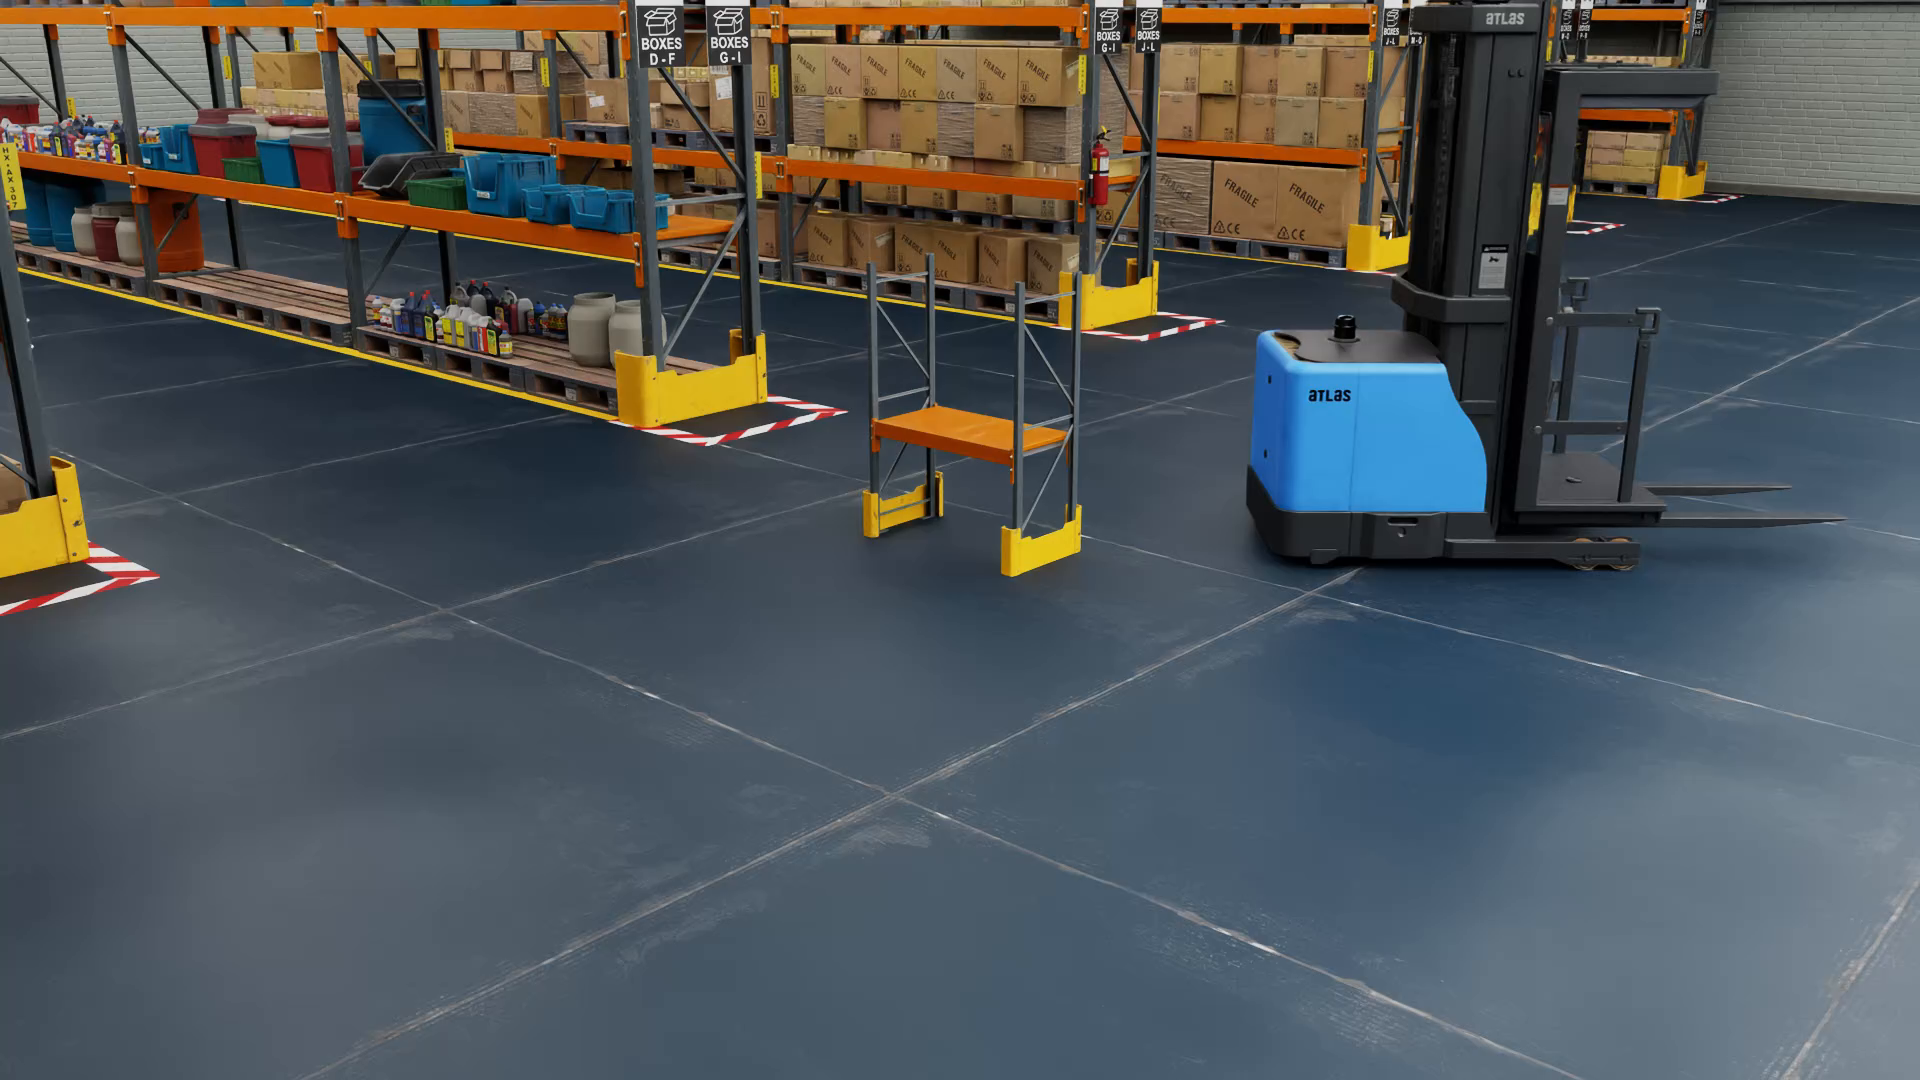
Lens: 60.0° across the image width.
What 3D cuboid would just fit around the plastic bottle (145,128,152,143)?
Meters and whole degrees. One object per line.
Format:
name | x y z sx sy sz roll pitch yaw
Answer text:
plastic bottle | -8.687 -4.284 17.864 0.097 0.271 0.097 0 18 0

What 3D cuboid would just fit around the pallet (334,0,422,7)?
pallet | -4.222 -4.384 13.320 1.003 0.211 1.213 15 23 39

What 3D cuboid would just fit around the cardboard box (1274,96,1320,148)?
cardboard box | 4.087 -4.827 19.116 0.550 0.550 0.875 15 23 39

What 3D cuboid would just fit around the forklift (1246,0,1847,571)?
forklift | 3.147 -1.399 8.676 3.031 2.935 1.130 0 18 0

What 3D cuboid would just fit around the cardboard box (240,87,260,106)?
cardboard box | -10.334 -6.610 24.736 0.500 0.250 0.500 14 23 38

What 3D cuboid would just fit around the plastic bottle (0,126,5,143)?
plastic bottle | -10.719 -4.521 18.590 0.133 0.283 0.061 15 23 39

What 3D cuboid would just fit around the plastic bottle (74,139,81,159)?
plastic bottle | -9.160 -4.070 17.307 0.097 0.201 0.097 0 18 0

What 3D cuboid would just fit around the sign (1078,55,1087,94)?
sign | 1.070 -4.065 14.526 0.005 0.325 0.100 15 23 39

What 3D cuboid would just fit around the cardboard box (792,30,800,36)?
cardboard box | -2.894 -9.375 30.802 0.250 0.149 0.380 15 23 40

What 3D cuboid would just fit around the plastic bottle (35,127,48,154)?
plastic bottle | -9.851 -4.302 17.915 0.135 0.276 0.152 15 23 39

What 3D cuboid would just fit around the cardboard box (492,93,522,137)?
cardboard box | -5.433 -5.283 20.633 0.500 0.500 0.500 15 23 39

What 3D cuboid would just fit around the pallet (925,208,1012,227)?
pallet | 0.285 -4.443 22.763 1.213 0.211 1.003 15 23 39

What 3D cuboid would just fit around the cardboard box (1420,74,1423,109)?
cardboard box | 6.699 -6.165 22.923 0.500 0.500 0.500 15 23 39

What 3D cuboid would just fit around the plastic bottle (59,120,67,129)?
plastic bottle | -10.301 -4.708 19.193 0.135 0.276 0.152 15 23 39

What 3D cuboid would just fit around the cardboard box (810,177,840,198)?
cardboard box | -1.828 -5.274 24.210 0.500 0.500 0.500 15 23 39

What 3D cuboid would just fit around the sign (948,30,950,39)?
sign | -0.261 -10.887 36.020 0.005 0.325 0.100 15 23 39

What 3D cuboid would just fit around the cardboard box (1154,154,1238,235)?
cardboard box | 2.930 -4.255 20.377 0.875 0.875 0.875 15 23 40

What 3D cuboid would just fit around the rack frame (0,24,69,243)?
rack frame | -10.810 -4.773 19.193 0.127 3.000 1.000 15 23 39

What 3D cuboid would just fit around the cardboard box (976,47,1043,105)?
cardboard box | 0.500 -4.304 15.405 0.500 0.500 0.500 15 23 39

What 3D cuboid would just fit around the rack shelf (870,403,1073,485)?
rack shelf | 0.064 -0.526 8.885 1.000 0.185 0.538 15 23 39

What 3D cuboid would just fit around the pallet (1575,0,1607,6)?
pallet | 9.894 -8.631 26.535 1.213 0.211 1.003 15 23 39

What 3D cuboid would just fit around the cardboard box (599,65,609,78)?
cardboard box | -5.463 -7.423 26.885 0.500 0.500 0.500 15 23 39

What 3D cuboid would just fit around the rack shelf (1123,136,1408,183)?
rack shelf | 3.325 -4.645 19.978 4.000 0.370 1.077 15 23 39

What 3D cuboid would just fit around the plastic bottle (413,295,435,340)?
plastic bottle | -4.357 -1.820 13.540 0.185 0.351 0.144 14 22 37

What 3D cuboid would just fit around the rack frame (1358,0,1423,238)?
rack frame | 4.821 -4.586 18.604 0.127 3.000 1.000 15 23 39

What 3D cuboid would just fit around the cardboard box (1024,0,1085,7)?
cardboard box | 0.924 -4.882 14.825 0.500 0.250 0.500 16 23 40

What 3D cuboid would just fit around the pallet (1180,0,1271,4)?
pallet | 3.342 -6.365 19.397 1.213 0.211 1.003 15 23 39

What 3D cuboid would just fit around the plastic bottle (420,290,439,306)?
plastic bottle | -4.402 -1.891 13.762 0.185 0.351 0.144 15 23 39

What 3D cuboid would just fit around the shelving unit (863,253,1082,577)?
shelving unit | 0.057 -0.700 8.837 1.083 1.500 0.587 15 23 39

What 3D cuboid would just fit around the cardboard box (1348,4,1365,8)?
cardboard box | 5.688 -7.572 23.469 0.250 0.149 0.380 16 24 41

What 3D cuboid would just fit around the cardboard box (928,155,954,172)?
cardboard box | -0.089 -3.653 16.077 0.250 0.149 0.380 15 23 39

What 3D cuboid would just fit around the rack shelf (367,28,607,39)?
rack shelf | -6.026 -6.579 21.114 4.000 0.370 1.077 15 23 39

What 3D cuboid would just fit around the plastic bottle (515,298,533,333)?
plastic bottle | -3.649 -1.877 13.844 0.135 0.276 0.152 16 23 40

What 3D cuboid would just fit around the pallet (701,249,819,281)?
pallet | -2.122 -3.114 18.576 1.213 0.211 1.003 15 23 39

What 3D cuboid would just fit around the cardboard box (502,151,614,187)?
cardboard box | -5.033 -4.421 20.903 0.875 0.875 1.225 14 22 37

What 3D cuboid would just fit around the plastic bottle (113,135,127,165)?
plastic bottle | -8.404 -3.899 16.632 0.133 0.283 0.061 15 23 39

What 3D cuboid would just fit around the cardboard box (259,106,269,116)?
cardboard box | -10.083 -6.329 24.510 0.250 0.149 0.380 14 23 38

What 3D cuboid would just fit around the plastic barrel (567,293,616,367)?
plastic barrel | -2.753 -1.594 12.593 0.421 0.512 0.421 0 18 0

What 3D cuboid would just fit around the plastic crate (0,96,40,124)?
plastic crate | -11.311 -5.068 19.918 0.583 0.464 0.402 15 23 39

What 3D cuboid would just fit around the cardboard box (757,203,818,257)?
cardboard box | -1.984 -3.434 18.378 0.500 0.500 0.700 13 22 35

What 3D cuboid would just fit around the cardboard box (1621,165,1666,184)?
cardboard box | 10.762 -5.763 26.162 0.500 0.250 0.500 15 23 40

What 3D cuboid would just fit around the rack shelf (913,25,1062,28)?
rack shelf | 0.852 -10.748 34.250 4.000 0.370 1.077 15 23 39

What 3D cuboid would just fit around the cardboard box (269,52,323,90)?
cardboard box | -9.569 -6.764 23.983 0.500 0.500 0.500 14 23 38

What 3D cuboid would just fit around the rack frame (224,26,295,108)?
rack frame | -10.514 -6.697 25.255 0.127 3.000 1.000 15 23 39

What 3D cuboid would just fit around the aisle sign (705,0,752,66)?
aisle sign | -1.586 -3.655 11.371 0.004 0.787 0.394 15 23 39

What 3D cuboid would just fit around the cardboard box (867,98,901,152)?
cardboard box | -0.452 -4.187 16.688 0.500 0.500 0.875 15 23 39

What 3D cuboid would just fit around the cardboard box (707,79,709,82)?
cardboard box | -3.582 -6.879 25.059 0.250 0.149 0.380 14 22 37

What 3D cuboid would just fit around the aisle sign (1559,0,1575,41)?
aisle sign | 7.885 -6.887 21.558 0.004 0.787 0.394 15 23 39

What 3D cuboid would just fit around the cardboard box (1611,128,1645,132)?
cardboard box | 10.713 -6.455 26.691 0.500 0.250 0.500 15 23 39

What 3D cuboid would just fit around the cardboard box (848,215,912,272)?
cardboard box | -0.833 -3.094 17.339 0.500 0.500 0.500 -10 20 -28

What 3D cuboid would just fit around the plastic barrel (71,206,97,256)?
plastic barrel | -9.522 -3.399 18.281 0.421 0.512 0.421 0 18 0
